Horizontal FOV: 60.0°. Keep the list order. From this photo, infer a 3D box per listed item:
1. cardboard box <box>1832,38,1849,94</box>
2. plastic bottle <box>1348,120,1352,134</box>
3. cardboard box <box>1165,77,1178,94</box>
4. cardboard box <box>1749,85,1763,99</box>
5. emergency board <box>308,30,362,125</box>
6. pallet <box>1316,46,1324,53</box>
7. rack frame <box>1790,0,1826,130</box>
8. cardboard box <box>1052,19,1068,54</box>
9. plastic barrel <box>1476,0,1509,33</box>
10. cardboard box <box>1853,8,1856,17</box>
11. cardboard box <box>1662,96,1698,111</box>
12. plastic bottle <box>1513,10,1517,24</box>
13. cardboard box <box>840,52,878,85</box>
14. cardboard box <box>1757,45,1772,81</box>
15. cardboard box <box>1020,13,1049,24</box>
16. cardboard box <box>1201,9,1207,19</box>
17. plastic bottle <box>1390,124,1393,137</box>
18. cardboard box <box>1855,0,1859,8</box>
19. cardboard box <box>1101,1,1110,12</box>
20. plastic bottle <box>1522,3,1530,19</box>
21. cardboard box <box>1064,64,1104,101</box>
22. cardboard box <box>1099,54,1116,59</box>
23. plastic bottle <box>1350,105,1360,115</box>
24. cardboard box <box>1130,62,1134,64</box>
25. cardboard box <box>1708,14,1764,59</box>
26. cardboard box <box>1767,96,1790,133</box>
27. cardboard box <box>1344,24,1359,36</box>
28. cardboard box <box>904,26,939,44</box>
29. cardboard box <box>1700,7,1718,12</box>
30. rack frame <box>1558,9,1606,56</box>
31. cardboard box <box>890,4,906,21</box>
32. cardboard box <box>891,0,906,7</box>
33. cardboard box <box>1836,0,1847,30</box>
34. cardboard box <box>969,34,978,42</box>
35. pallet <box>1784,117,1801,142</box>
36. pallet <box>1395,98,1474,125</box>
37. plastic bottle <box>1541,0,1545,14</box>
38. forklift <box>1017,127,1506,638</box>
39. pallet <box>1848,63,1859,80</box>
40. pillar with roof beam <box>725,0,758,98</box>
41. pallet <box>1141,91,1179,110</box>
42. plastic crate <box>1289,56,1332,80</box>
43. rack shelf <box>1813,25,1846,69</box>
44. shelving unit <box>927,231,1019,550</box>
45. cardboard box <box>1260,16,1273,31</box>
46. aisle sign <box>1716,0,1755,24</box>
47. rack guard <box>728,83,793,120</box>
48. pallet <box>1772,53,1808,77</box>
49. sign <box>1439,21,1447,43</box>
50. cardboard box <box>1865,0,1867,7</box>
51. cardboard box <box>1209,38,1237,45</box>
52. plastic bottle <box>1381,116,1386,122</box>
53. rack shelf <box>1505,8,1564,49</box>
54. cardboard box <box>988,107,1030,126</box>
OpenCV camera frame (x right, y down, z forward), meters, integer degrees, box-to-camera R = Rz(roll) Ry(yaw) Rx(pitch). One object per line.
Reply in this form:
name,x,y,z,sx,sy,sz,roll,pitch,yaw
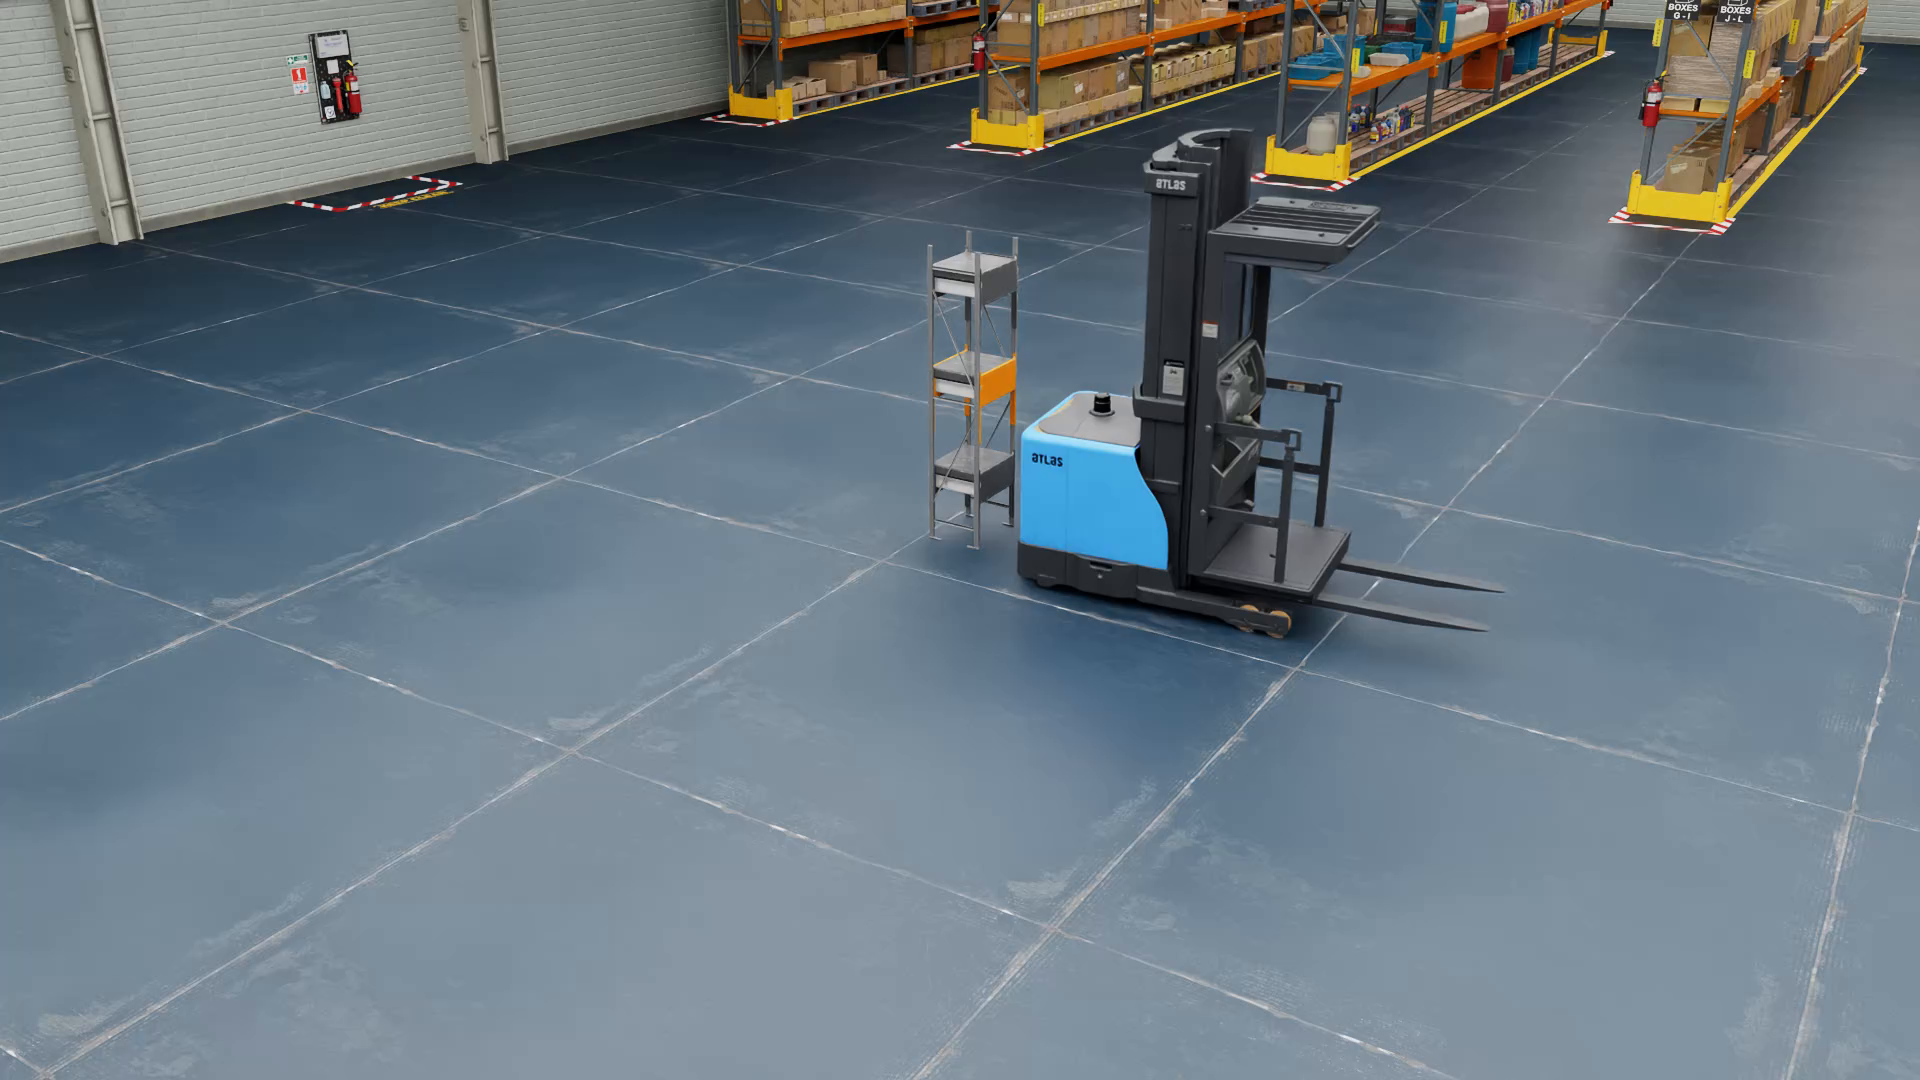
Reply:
cardboard box,15.177,-8.574,29.925,1.225,0.875,0.875,14,27,29
plastic bottle,5.995,-6.366,25.648,0.097,0.201,0.097,0,23,0
cardboard box,3.558,-8.141,29.712,0.500,0.250,0.500,15,27,30
cardboard box,10.394,-5.943,22.019,0.380,0.149,0.250,14,27,29
emergency board,-8.323,-6.207,22.312,0.194,1.169,0.643,14,27,29
pallet,7.447,-10.605,35.983,1.003,0.211,1.213,14,27,29
rack frame,13.388,-8.226,26.977,1.000,3.000,0.127,14,27,29
cardboard box,1.284,-7.982,26.288,0.700,0.500,0.500,15,27,30
plastic barrel,9.192,-9.107,28.839,0.600,0.536,0.708,14,27,29
cardboard box,16.485,-9.844,31.031,0.380,0.149,0.250,13,27,28
cardboard box,9.143,-5.550,21.112,0.380,0.149,0.250,14,27,29
plastic bottle,9.927,-9.442,29.941,0.152,0.276,0.135,14,27,29
cardboard box,-1.860,-8.686,30.632,0.500,0.500,0.500,12,26,25
cardboard box,10.516,-6.568,22.647,0.875,0.500,0.500,14,27,29
cardboard box,1.143,-8.034,25.591,0.380,0.149,0.250,14,27,29
cardboard box,4.349,-9.746,30.804,0.380,0.149,0.250,16,28,33
plastic bottle,6.575,-6.281,25.451,0.097,0.201,0.097,0,23,0
cardboard box,16.503,-10.091,31.097,0.500,0.250,0.500,15,27,30
cardboard box,2.231,-8.732,27.203,0.380,0.149,0.250,15,27,30
plastic bottle,10.414,-9.754,30.661,0.152,0.276,0.135,14,27,29
cardboard box,2.019,-7.519,27.330,0.500,0.500,0.500,14,27,29
cardboard box,2.353,-8.138,28.760,0.500,0.500,0.500,14,27,29
plastic bottle,6.192,-6.651,26.119,0.144,0.351,0.185,13,26,27
cardboard box,2.834,-8.339,29.463,0.500,0.311,0.500,14,27,29
cardboard box,9.689,-6.296,20.759,0.500,0.500,0.500,14,27,29
cardboard box,12.476,-6.668,25.970,0.700,0.500,0.500,16,28,33
cardboard box,8.589,-11.394,37.202,0.500,0.250,0.500,14,27,29
cardboard box,-0.743,-9.791,32.239,0.500,0.250,0.500,13,27,28
cardboard box,9.507,-6.575,21.403,0.500,0.500,0.500,14,27,29
rack frame,13.400,-11.964,35.612,1.000,3.000,0.127,14,27,29
cardboard box,-1.339,-9.707,30.561,0.500,0.250,0.500,14,27,29
cardboard box,-1.334,-10.050,30.410,0.500,0.500,0.500,14,27,29
cardboard box,15.216,-9.242,29.196,0.500,0.500,0.500,15,27,31
cardboard box,0.057,-9.992,33.648,0.700,0.500,0.500,14,27,29
pallet,12.974,-6.683,26.922,1.003,0.211,1.213,14,27,29
pallet,8.094,-7.321,28.396,1.003,0.211,1.213,14,27,29
plastic bottle,10.985,-10.150,31.484,0.144,0.351,0.185,14,27,29
forklift,1.937,-0.977,10.318,3.031,2.935,1.130,11,26,23
pallet,17.252,-9.360,33.107,1.003,0.211,1.213,14,27,29
pillar with roof beam,-0.165,-10.909,25.622,9.100,9.000,0.400,14,27,29
pallet,3.219,-7.931,29.804,1.003,0.211,1.213,14,27,29
plastic crate,4.970,-6.728,23.702,0.499,0.251,0.616,14,27,29
rack shelf,14.442,-8.571,28.679,1.077,0.370,4.000,14,27,29
shelving unit,0.087,-1.019,11.462,0.431,2.100,0.503,14,27,29
cardboard box,6.094,-10.603,34.115,0.500,0.250,0.500,14,27,29
aisle sign,9.390,-6.635,20.030,0.394,0.787,0.004,14,27,29
rack guard,-3.417,-7.519,28.489,1.175,0.500,0.348,14,27,29
pallet,11.804,-7.016,24.422,1.003,0.211,1.213,14,27,29
sign,7.531,-7.922,25.926,0.100,0.325,0.005,14,27,29
cardboard box,17.564,-10.534,32.623,0.380,0.149,0.250,14,27,29
cardboard box,5.267,-9.723,33.027,0.500,0.500,0.500,15,28,31
plastic bottle,6.523,-6.386,25.591,0.061,0.283,0.133,14,27,29
rack shelf,10.235,-9.609,31.077,1.077,0.370,4.000,14,27,29
cardboard box,0.785,-6.777,26.562,0.500,0.250,0.500,14,27,29
